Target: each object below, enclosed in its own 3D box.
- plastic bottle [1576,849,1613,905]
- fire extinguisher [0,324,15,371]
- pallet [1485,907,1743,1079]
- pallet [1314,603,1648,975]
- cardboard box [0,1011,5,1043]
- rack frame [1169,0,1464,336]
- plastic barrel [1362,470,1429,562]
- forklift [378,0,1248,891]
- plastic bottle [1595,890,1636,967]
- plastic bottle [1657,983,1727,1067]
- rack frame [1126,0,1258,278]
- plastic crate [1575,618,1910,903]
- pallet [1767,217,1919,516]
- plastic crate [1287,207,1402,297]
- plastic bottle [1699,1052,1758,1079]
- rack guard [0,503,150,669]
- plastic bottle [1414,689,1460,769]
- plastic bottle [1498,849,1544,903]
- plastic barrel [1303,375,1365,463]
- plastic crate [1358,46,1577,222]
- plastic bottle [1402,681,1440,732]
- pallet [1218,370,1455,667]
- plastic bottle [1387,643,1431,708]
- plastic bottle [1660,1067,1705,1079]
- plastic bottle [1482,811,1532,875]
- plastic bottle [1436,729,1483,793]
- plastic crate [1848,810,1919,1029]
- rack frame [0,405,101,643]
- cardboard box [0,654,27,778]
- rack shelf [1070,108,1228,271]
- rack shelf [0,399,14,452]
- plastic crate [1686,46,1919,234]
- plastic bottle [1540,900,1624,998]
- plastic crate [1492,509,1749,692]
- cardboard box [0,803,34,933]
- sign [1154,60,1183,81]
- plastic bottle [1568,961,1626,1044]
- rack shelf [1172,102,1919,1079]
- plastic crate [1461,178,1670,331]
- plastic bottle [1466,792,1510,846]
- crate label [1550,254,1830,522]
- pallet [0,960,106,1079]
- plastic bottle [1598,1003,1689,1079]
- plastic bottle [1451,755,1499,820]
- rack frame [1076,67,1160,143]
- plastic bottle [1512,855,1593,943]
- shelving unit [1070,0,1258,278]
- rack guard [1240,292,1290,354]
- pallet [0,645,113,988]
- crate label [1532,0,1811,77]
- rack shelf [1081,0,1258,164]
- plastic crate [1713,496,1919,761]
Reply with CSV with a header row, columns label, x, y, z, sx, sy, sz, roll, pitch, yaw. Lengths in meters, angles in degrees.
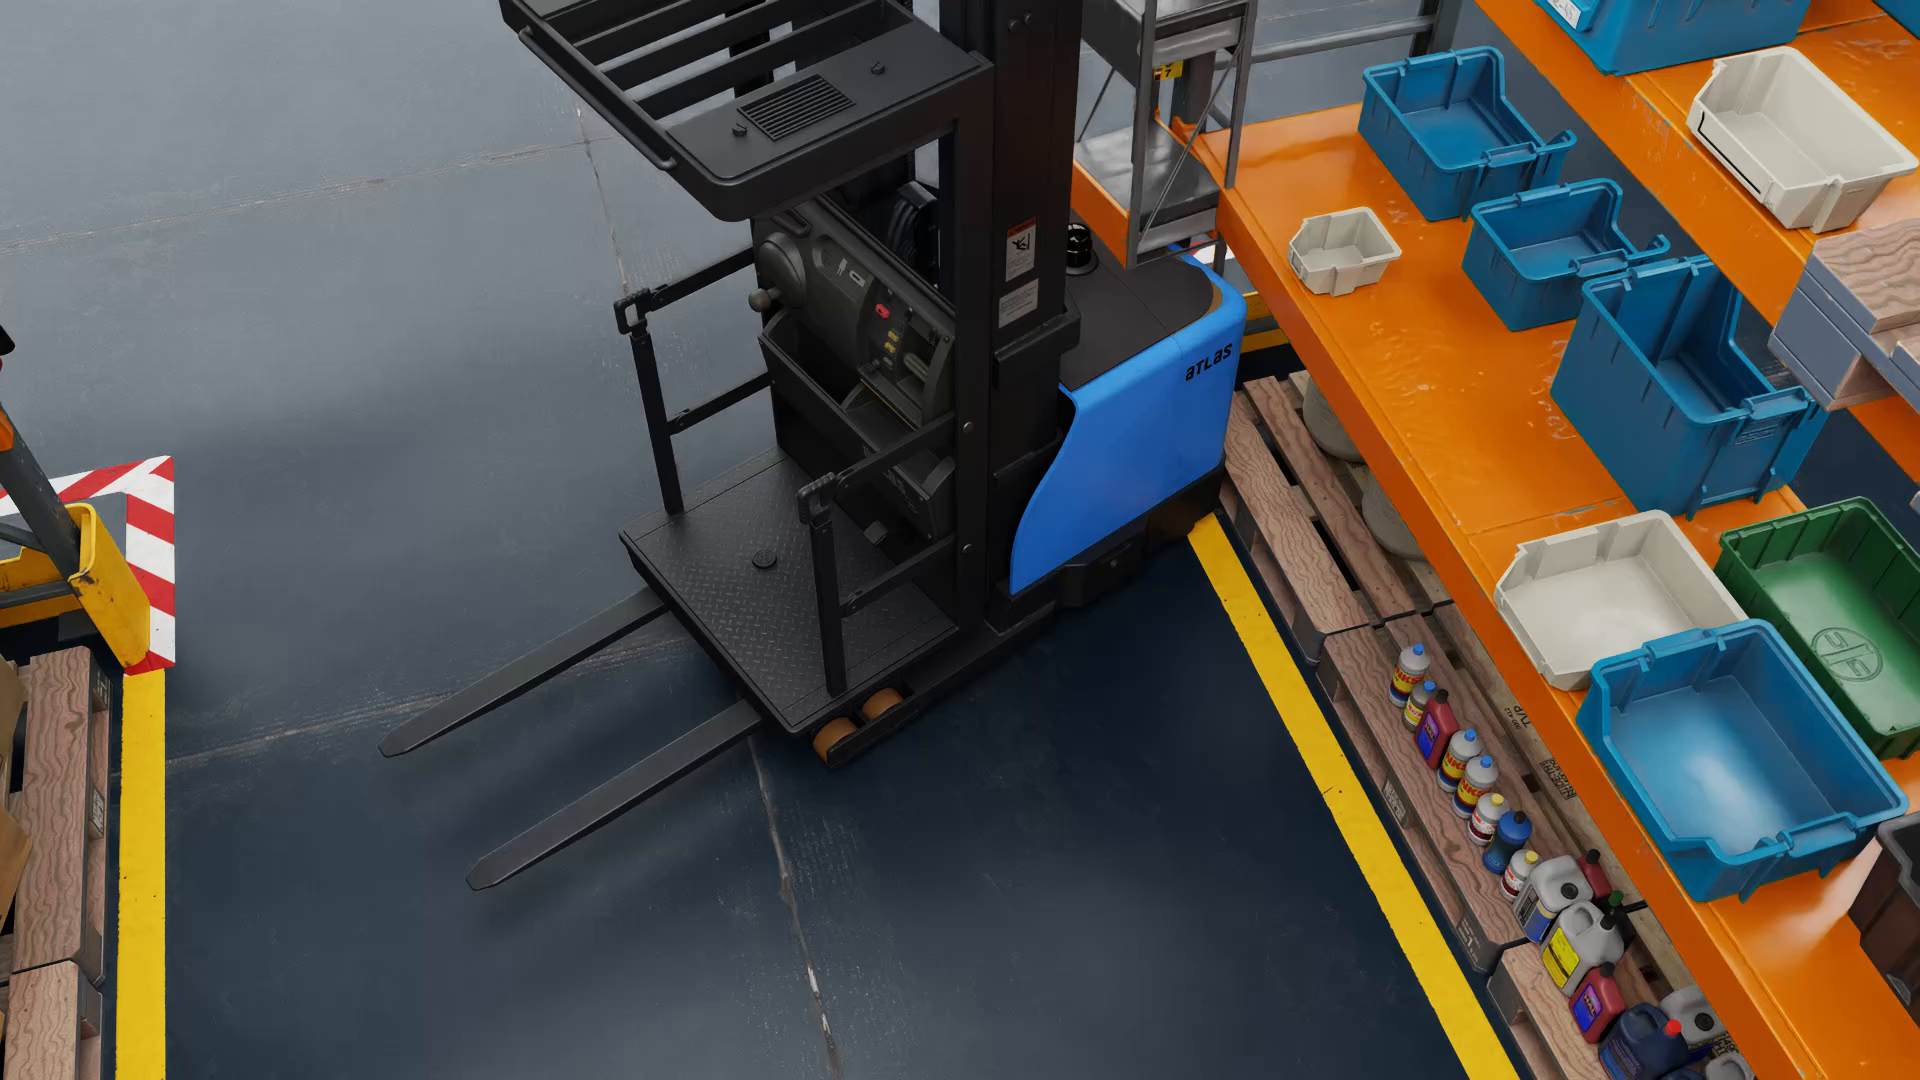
label,x,y,z,sx,sy,sz,roll,pitch,yaw
plastic bottle,1.853,1.028,4.910,0.061,0.283,0.133,-13,51,-11
fire extinguisher,-3.095,-0.745,4.967,0.296,0.674,0.183,-13,51,-11
pallet,2.255,1.618,4.748,1.003,0.211,1.213,-13,51,-11
pallet,1.890,0.726,5.500,1.003,0.211,1.213,-13,51,-11
cardboard box,-2.956,1.438,4.436,0.500,0.500,0.500,-9,50,-8
rack frame,1.230,-1.702,5.723,1.000,3.000,0.127,-13,51,-11
plastic barrel,1.646,-0.206,5.814,0.421,0.512,0.421,0,50,0
forklift,-0.494,-0.648,4.879,3.031,2.935,1.130,-31,56,-23
plastic bottle,1.886,1.130,4.824,0.061,0.283,0.133,-13,51,-11
plastic bottle,2.025,1.358,4.637,0.152,0.276,0.135,-13,51,-11
rack frame,0.735,-0.965,5.638,0.400,2.100,0.015,-21,50,-18
plastic crate,1.827,0.520,3.947,0.499,0.251,0.616,-13,51,-11
pallet,2.107,-0.191,2.611,1.213,0.211,1.003,-13,51,-11
plastic crate,1.188,-0.891,5.211,0.298,0.136,0.250,-13,51,-11
plastic bottle,2.085,1.494,4.474,0.144,0.351,0.185,-13,51,-11
rack guard,-3.479,0.279,5.688,1.175,0.500,0.348,-13,51,-11
plastic bottle,1.518,0.596,5.275,0.061,0.283,0.133,-13,51,-10
plastic bottle,1.690,0.999,4.989,0.097,0.201,0.097,0,50,0
plastic barrel,1.498,-0.572,6.123,0.421,0.512,0.421,0,50,0
plastic crate,1.664,-1.356,5.529,0.499,0.251,0.616,-13,51,-11
plastic bottle,1.500,0.528,5.385,0.097,0.201,0.097,0,50,0
pallet,1.533,-0.164,6.250,1.003,0.211,1.213,-13,51,-11
plastic bottle,1.469,0.430,5.422,0.097,0.271,0.097,0,50,0
plastic bottle,1.948,1.526,4.446,0.144,0.351,0.185,-15,51,-12
plastic bottle,1.660,0.902,5.025,0.097,0.271,0.097,0,50,0
plastic bottle,1.570,0.681,5.211,0.097,0.271,0.097,0,50,0
plastic crate,2.380,0.828,3.630,0.767,0.338,0.504,-13,51,-11
rack frame,-3.501,-0.582,4.779,1.000,3.000,0.127,-13,51,-11
cardboard box,-3.332,0.548,5.186,0.500,0.500,0.500,-5,50,-4
rack shelf,0.625,-1.113,5.798,0.431,0.518,0.480,-21,50,-18
rack shelf,-2.910,1.110,3.822,1.077,0.370,4.000,-13,51,-11
plastic crate,1.552,-0.743,3.125,0.243,0.136,0.396,-13,51,-11
plastic bottle,1.795,1.150,4.763,0.144,0.351,0.185,-14,51,-11
plastic crate,1.691,0.176,4.312,0.530,0.136,0.437,-13,51,-11
cardboard box,-3.123,0.977,4.825,0.500,0.500,0.500,-2,50,-1
sign,0.704,-1.670,5.515,0.100,0.325,0.005,-13,51,-11
plastic bottle,1.803,1.298,4.683,0.061,0.283,0.133,-10,51,-9
rack shelf,1.822,-0.009,4.767,1.077,0.370,4.000,-13,51,-11
plastic crate,1.851,-0.881,5.128,0.499,0.251,0.408,-13,51,-11
plastic bottle,1.629,0.849,5.115,0.097,0.201,0.097,0,50,0
crate label,2.033,-0.430,4.628,0.502,0.435,0.616,-13,51,-11
pallet,-2.915,1.863,4.541,1.003,0.211,1.213,-13,51,-11
plastic bottle,1.891,1.386,4.564,0.144,0.351,0.185,-16,52,-13
plastic bottle,1.600,0.754,5.149,0.097,0.271,0.097,0,50,0
rack frame,0.514,-1.279,5.939,0.400,2.100,0.015,-21,50,-18
plastic bottle,1.751,1.055,4.893,0.152,0.276,0.135,-12,51,-10
shelving unit,0.625,-1.122,5.789,0.431,2.100,0.503,-21,50,-18
rack guard,1.298,-0.851,6.641,1.175,0.500,0.348,-13,51,-11
pallet,-3.272,0.974,5.291,1.003,0.211,1.213,-13,51,-11
crate label,1.468,-1.179,3.417,0.502,0.251,0.408,-13,51,-11
rack shelf,0.616,-1.593,5.289,0.431,0.518,0.480,-21,50,-18
plastic crate,2.282,0.232,4.231,0.450,0.188,0.662,-13,51,-11
